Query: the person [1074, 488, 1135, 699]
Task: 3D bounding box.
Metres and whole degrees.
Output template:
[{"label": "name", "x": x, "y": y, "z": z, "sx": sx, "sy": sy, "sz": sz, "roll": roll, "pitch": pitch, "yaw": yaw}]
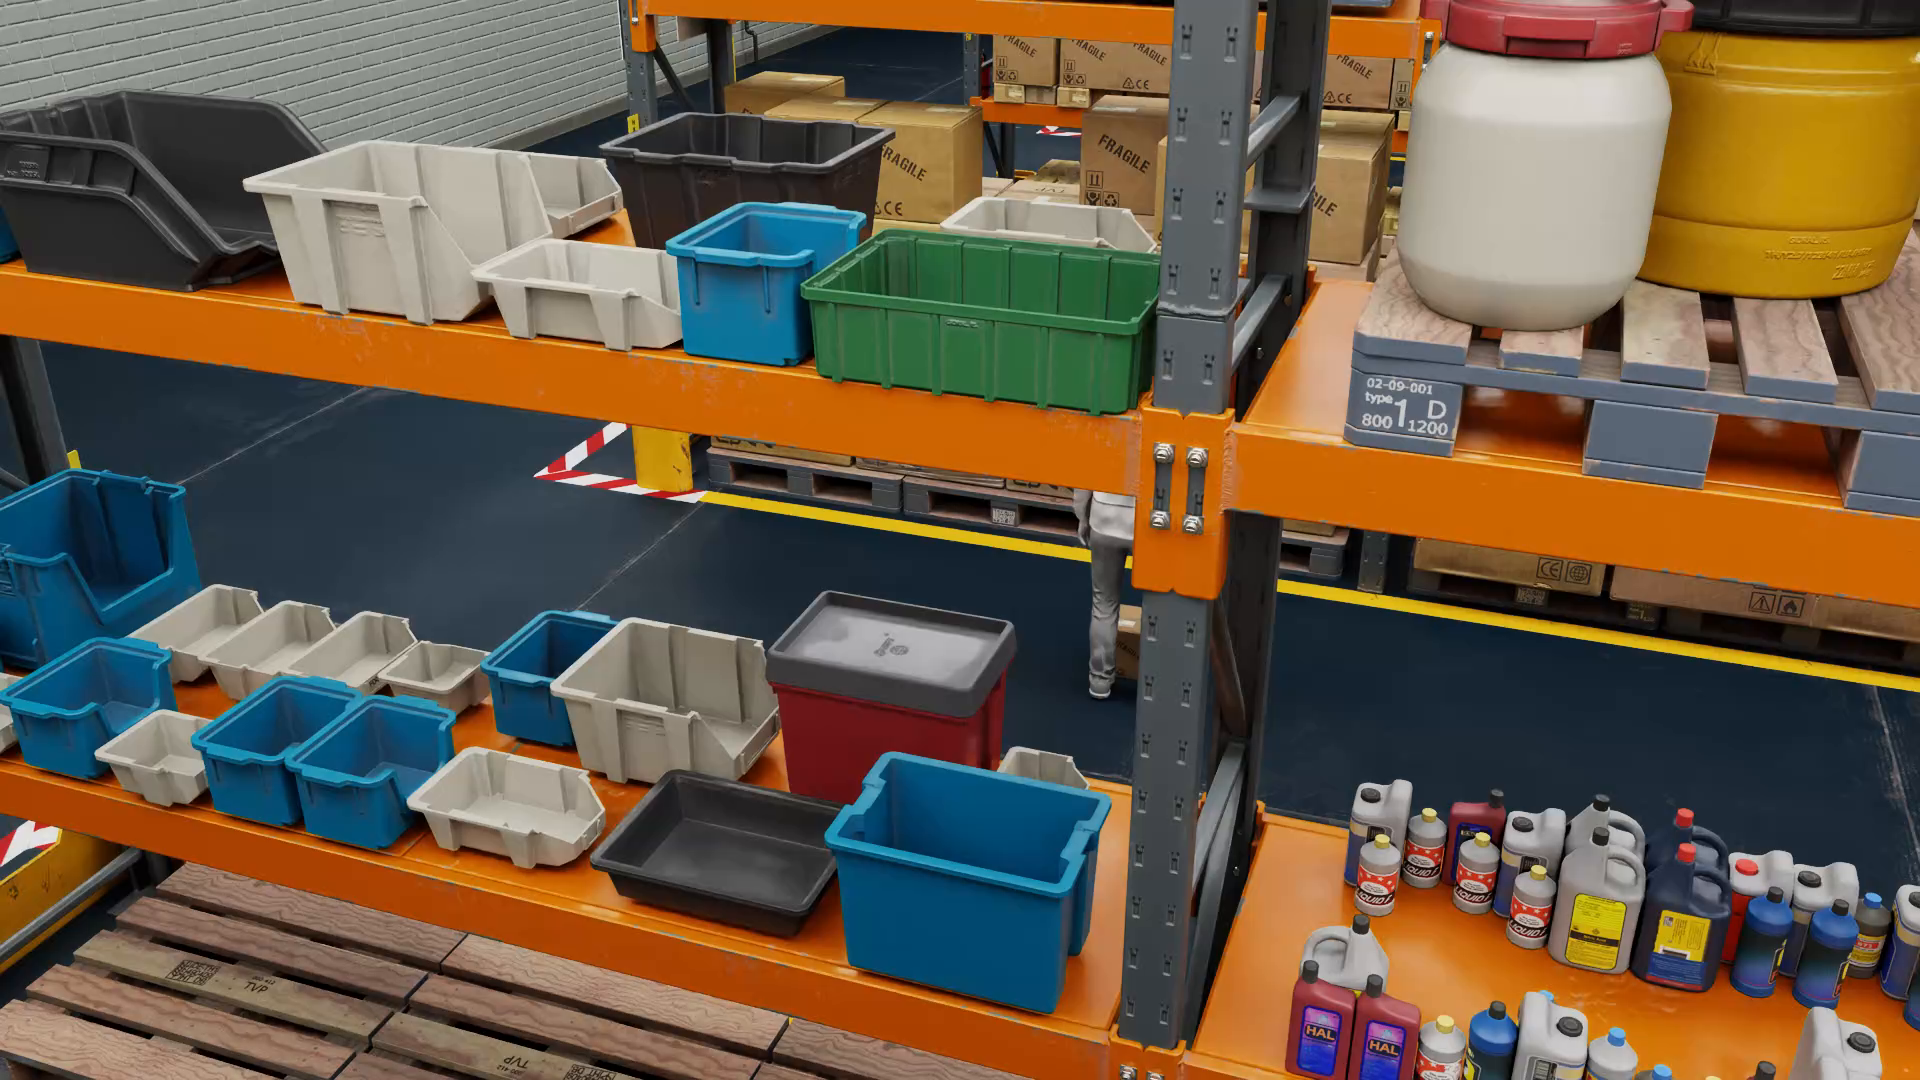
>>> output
[{"label": "person", "x": 0.751, "y": -0.054, "z": 7.219, "sx": 0.527, "sy": 1.663, "sz": 0.376, "roll": 9, "pitch": 27, "yaw": 17}]
